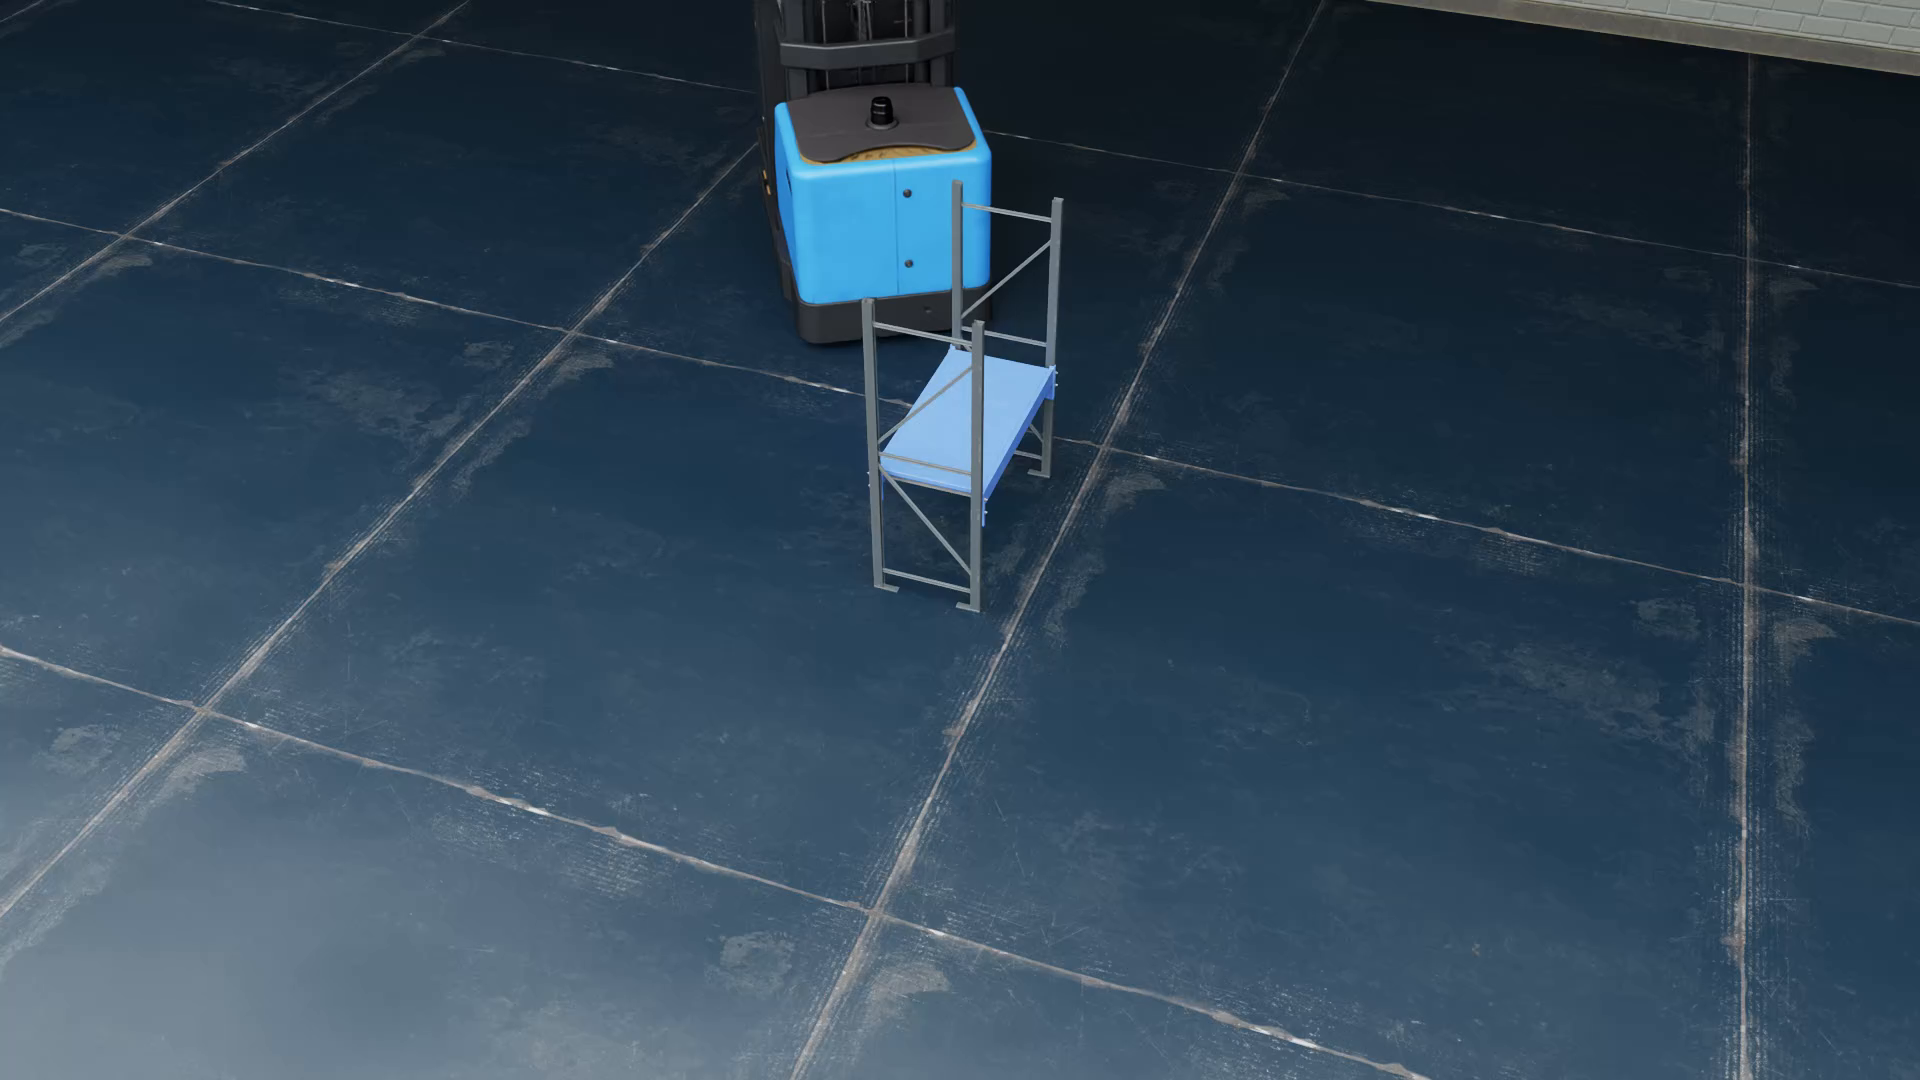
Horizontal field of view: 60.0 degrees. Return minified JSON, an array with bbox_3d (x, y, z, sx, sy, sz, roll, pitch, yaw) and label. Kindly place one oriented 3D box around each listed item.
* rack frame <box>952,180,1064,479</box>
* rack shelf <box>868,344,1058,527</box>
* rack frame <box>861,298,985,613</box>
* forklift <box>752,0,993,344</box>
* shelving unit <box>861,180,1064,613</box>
[{"bbox_3d":[0.203,-0.933,7.641,0.500,1.500,0.032,13,42,15],"label":"rack frame"},{"bbox_3d":[0.029,-0.486,7.395,0.538,0.185,1.000,13,42,15],"label":"rack shelf"},{"bbox_3d":[-0.145,-0.313,6.914,0.500,1.500,0.032,13,42,15],"label":"rack frame"},{"bbox_3d":[-0.615,-3.118,9.100,1.130,2.935,3.031,-7,41,-9],"label":"forklift"},{"bbox_3d":[0.029,-0.623,7.278,0.538,1.500,1.048,13,42,15],"label":"shelving unit"}]
